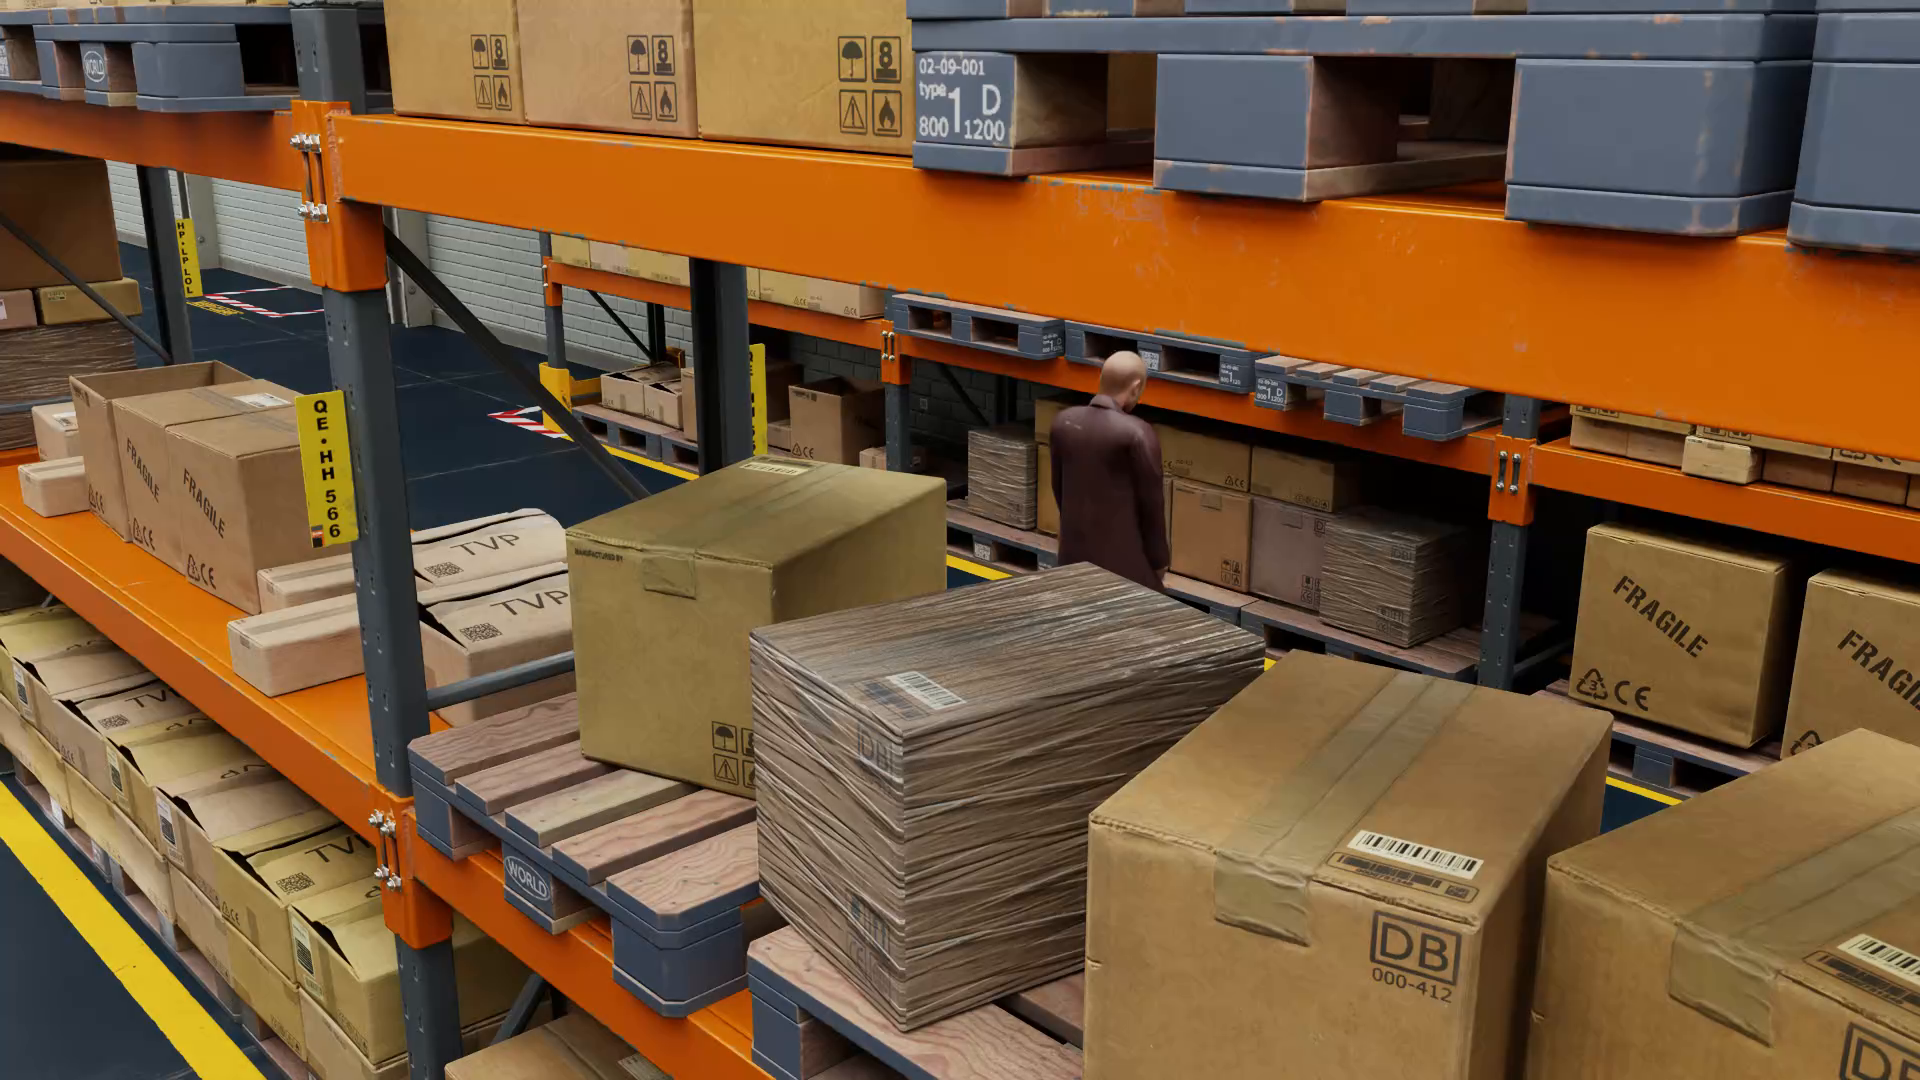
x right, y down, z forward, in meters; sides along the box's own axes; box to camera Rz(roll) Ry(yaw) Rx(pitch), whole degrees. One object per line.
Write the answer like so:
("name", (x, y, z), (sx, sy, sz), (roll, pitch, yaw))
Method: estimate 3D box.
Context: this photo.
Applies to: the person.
("person", (0.611, 0.085, 6.884), (0.409, 1.737, 0.587), (-15, 22, -40))
